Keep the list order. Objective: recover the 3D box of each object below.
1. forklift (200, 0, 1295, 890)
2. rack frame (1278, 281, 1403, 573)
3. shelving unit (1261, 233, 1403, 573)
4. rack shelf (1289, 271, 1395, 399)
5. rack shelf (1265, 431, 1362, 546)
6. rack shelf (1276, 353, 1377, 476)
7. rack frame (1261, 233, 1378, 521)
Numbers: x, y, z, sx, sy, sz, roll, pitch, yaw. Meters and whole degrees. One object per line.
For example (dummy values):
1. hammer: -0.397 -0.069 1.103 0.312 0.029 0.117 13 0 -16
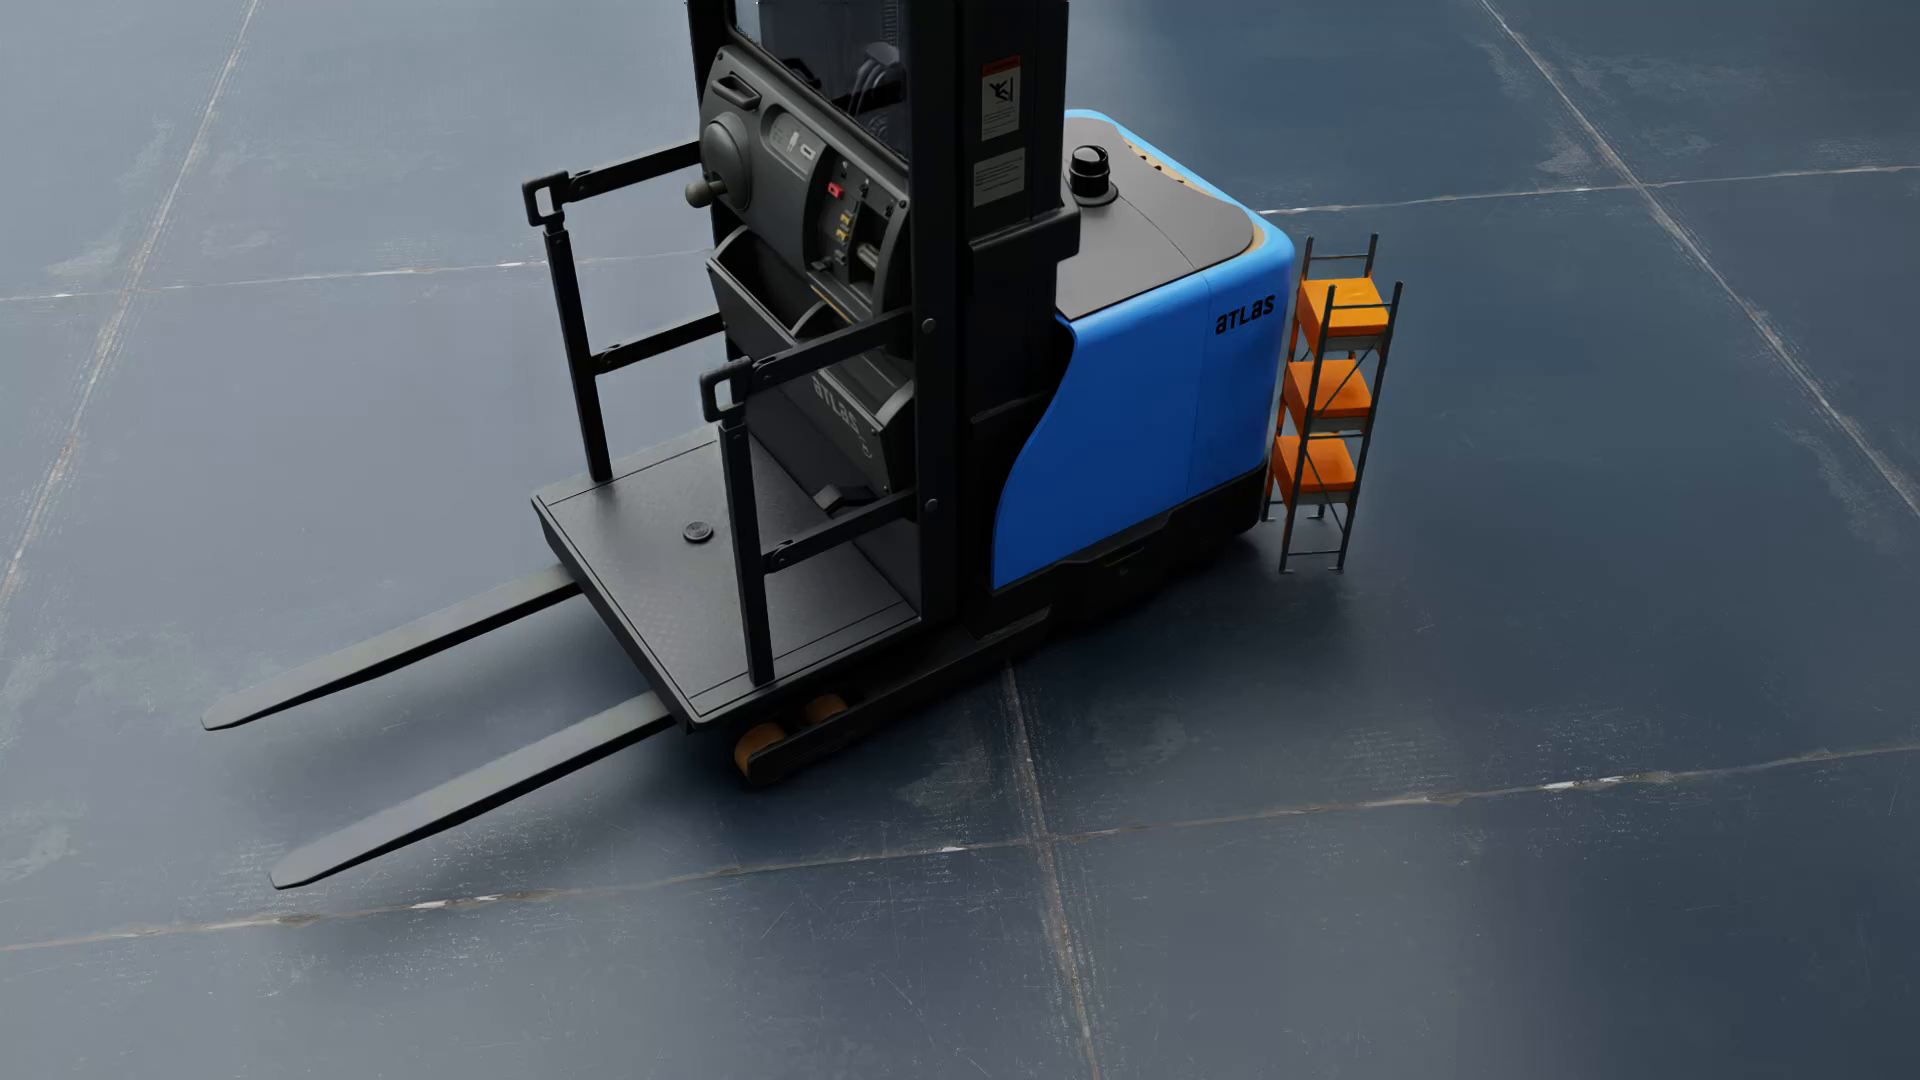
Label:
1. forklift: -0.568 -0.833 3.985 3.031 2.935 1.130 -24 47 -24
2. rack frame: 1.085 -0.296 4.794 0.200 1.050 0.008 -3 42 -4
3. shelving unit: 1.075 -0.377 4.884 0.215 1.050 0.252 -3 42 -4
4. rack shelf: 1.075 -0.580 4.701 0.215 0.259 0.240 -3 42 -4
5. rack shelf: 1.074 -0.163 5.077 0.215 0.259 0.240 -3 42 -4
6. rack shelf: 1.075 -0.369 4.891 0.215 0.259 0.240 -3 42 -4
7. rack frame: 1.064 -0.458 4.974 0.200 1.050 0.008 -3 42 -4
